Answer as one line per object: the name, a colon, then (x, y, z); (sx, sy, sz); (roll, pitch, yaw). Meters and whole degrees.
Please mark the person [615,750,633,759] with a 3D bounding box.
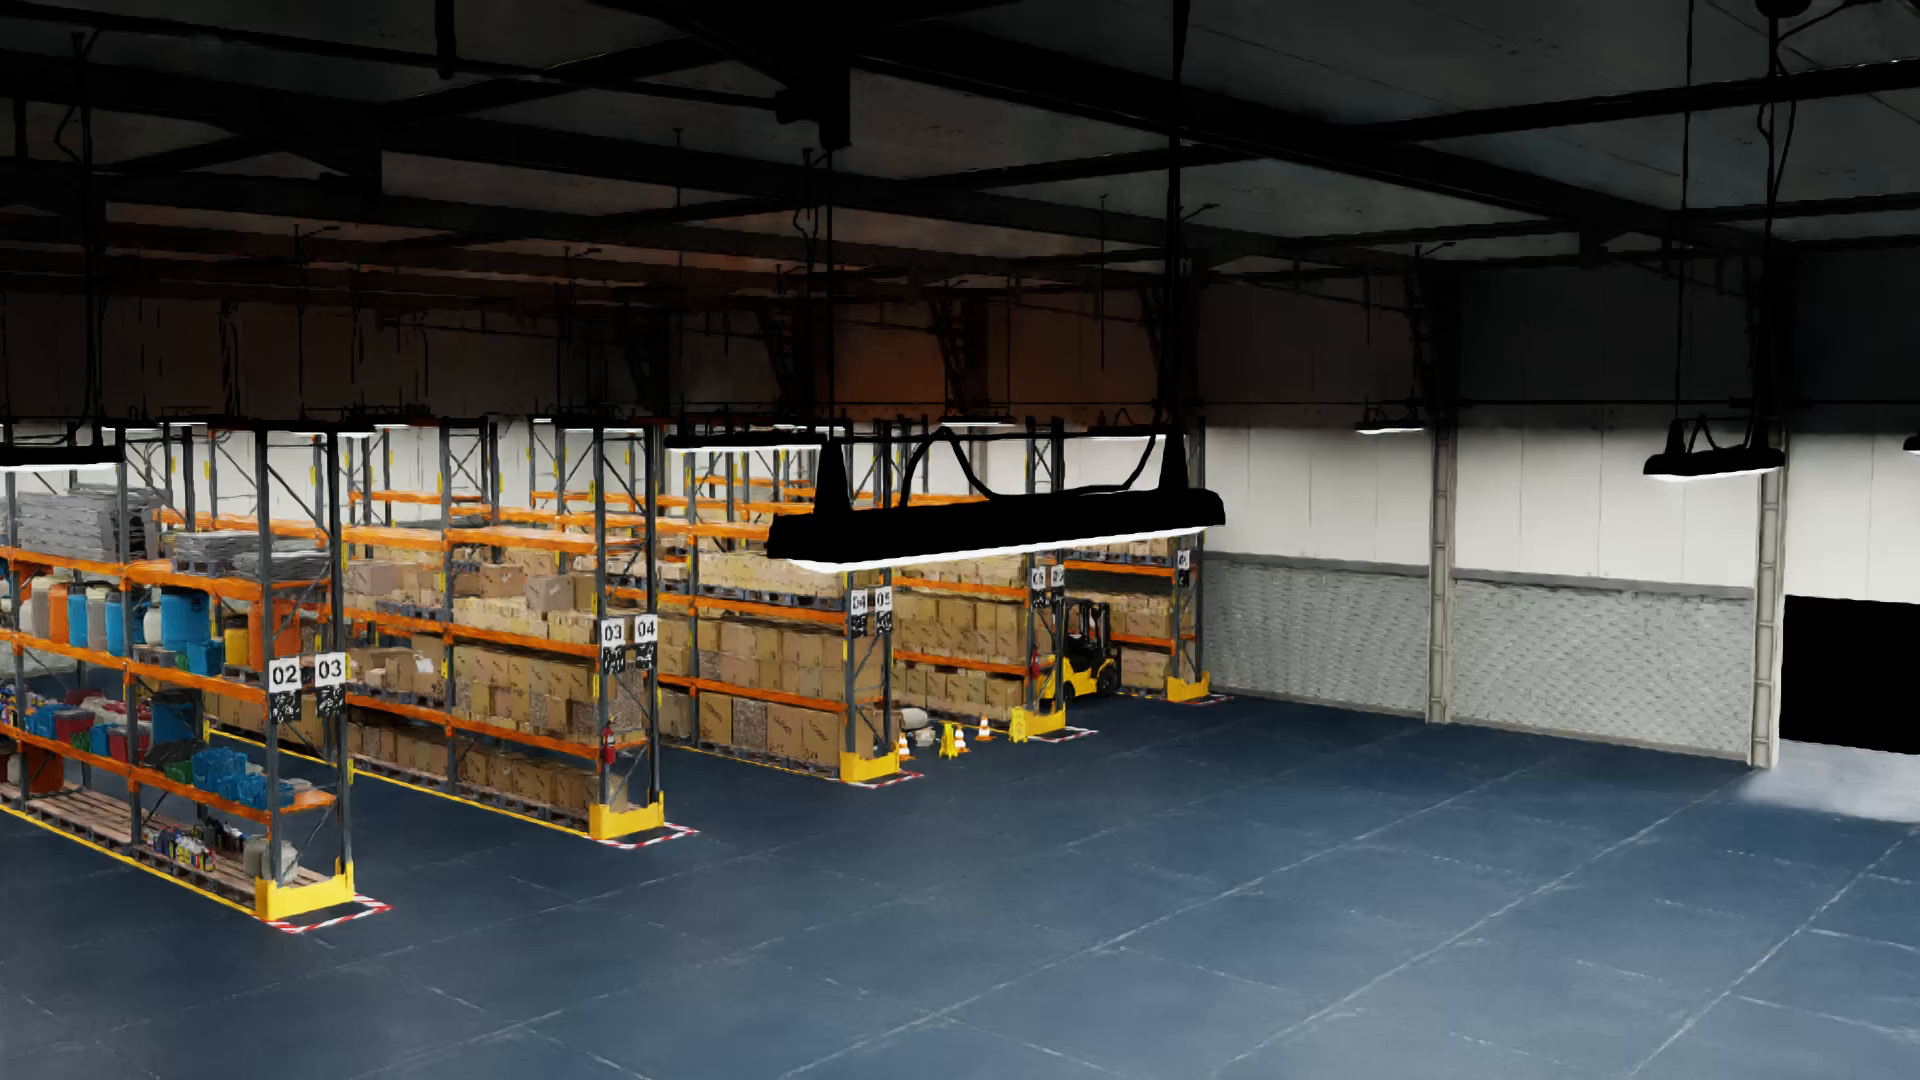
person: (-5.963, 3.026, 29.464); (0.549, 1.735, 0.702); (4, 6, 39)
